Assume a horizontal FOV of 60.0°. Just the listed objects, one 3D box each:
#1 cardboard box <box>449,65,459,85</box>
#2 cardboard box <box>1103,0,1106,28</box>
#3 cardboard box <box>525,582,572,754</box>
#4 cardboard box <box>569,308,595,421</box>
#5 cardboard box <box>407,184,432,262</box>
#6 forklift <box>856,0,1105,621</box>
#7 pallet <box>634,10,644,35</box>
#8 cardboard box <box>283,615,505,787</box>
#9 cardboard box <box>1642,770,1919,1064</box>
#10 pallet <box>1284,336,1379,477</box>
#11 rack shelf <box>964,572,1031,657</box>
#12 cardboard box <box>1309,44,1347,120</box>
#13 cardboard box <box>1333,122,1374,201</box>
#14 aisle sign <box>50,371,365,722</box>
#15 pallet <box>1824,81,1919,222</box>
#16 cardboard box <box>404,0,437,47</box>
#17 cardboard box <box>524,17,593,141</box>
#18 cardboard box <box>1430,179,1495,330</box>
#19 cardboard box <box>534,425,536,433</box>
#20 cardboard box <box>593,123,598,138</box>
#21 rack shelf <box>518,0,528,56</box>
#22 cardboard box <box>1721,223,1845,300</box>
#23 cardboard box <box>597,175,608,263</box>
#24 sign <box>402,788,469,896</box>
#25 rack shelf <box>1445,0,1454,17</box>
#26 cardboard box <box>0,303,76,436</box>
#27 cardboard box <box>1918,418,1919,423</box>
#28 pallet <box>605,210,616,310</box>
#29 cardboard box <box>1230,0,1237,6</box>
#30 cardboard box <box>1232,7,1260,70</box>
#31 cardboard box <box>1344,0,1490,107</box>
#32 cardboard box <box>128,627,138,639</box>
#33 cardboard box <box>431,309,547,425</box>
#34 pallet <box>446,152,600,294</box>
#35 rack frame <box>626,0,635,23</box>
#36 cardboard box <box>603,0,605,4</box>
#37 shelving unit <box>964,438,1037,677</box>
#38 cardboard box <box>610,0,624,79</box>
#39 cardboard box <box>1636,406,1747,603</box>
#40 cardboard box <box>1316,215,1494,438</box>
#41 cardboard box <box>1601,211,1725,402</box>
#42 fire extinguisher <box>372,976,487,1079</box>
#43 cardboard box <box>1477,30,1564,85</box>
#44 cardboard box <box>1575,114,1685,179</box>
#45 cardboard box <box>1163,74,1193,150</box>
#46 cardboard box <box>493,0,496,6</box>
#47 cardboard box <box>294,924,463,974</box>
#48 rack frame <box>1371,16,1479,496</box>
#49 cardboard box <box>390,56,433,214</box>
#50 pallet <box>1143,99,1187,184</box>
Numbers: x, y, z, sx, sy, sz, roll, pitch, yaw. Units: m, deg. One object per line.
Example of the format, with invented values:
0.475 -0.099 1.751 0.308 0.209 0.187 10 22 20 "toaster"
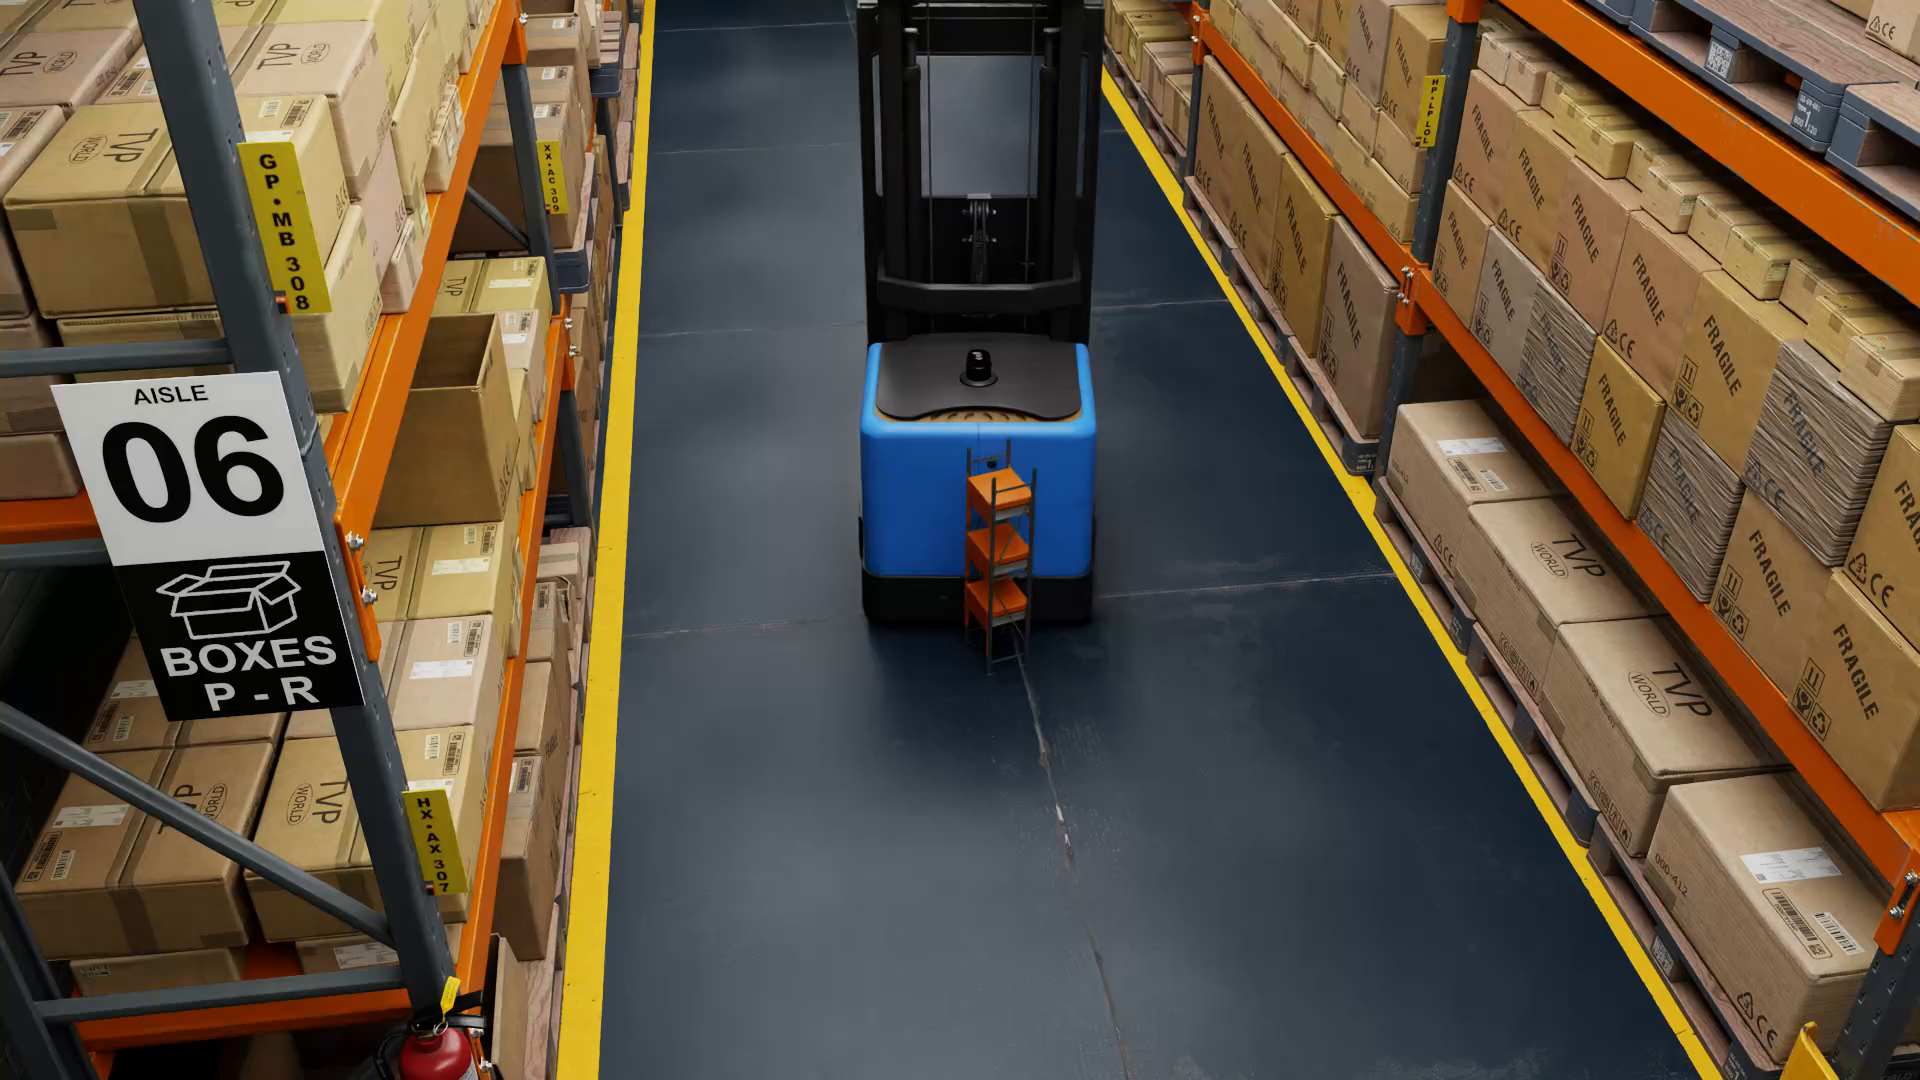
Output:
-1.842 -1.521 5.378 0.380 0.149 0.250 -3 34 -5 "cardboard box"
1.640 -4.777 14.557 0.950 0.372 0.625 -4 34 -6 "cardboard box"
-1.942 0.544 6.635 0.700 0.500 0.500 -6 35 -8 "cardboard box"
-2.199 -0.864 8.701 0.500 0.500 0.500 -5 35 -7 "cardboard box"
-1.603 -0.820 4.349 0.380 0.149 0.250 -4 35 -7 "cardboard box"
0.092 -1.638 8.052 1.130 2.935 3.031 0 34 0 "forklift"
-3.417 -4.899 15.251 1.003 0.211 1.213 -4 35 -6 "pallet"
-1.600 0.476 4.756 0.500 0.250 0.500 -4 34 -6 "cardboard box"
2.993 1.239 5.671 0.875 0.438 0.875 -5 35 -8 "cardboard box"
2.464 -0.790 9.222 1.003 0.211 1.213 -4 35 -6 "pallet"
0.164 0.324 7.350 0.215 0.259 0.240 -14 38 -20 "rack shelf"
2.192 -2.457 8.881 0.500 0.250 0.500 -4 34 -5 "cardboard box"
2.265 -1.971 8.612 0.500 0.250 0.500 -5 35 -7 "cardboard box"
-1.437 0.034 3.228 0.394 0.787 0.004 -4 35 -6 "aisle sign"
3.070 -0.902 4.325 1.003 0.211 1.213 -4 35 -6 "pallet"
-1.758 -1.530 4.592 0.500 0.250 0.500 -3 34 -5 "cardboard box"
-2.294 -2.369 8.600 0.700 0.500 0.500 -5 35 -7 "cardboard box"
2.446 -1.277 7.372 0.500 0.500 0.500 -3 34 -5 "cardboard box"
-1.858 -0.442 6.458 0.380 0.149 0.250 -4 34 -5 "cardboard box"
-2.496 -2.524 10.561 0.380 0.149 0.250 -6 35 -9 "cardboard box"
-2.544 -3.198 8.255 1.077 0.370 4.000 -4 35 -6 "rack shelf"
2.708 -0.901 5.356 0.380 0.149 0.250 -4 34 -5 "cardboard box"
-2.487 -2.013 10.387 0.500 0.500 0.500 -5 35 -7 "cardboard box"
-1.200 0.693 3.800 0.100 0.325 0.005 -4 35 -6 "sign"
2.374 -3.576 8.809 1.077 0.370 4.000 -4 35 -6 "rack shelf"
-2.067 -0.436 3.431 0.500 0.250 0.500 -5 35 -7 "cardboard box"
2.876 -0.333 4.523 0.380 0.149 0.250 -4 34 -5 "cardboard box"
-2.750 -1.800 10.704 1.003 0.211 1.213 -4 35 -6 "pallet"
1.928 -3.593 10.548 0.500 0.250 0.500 -5 35 -7 "cardboard box"
2.008 -3.111 10.284 0.500 0.250 0.500 -5 35 -8 "cardboard box"
2.257 -2.491 8.265 0.500 0.500 0.500 -4 34 -5 "cardboard box"
-2.192 0.230 5.118 0.500 0.250 0.500 -3 34 -5 "cardboard box"
-1.883 -0.657 6.419 0.500 0.250 0.500 -4 35 -6 "cardboard box"
-2.275 -1.515 7.980 1.003 0.211 1.213 -4 35 -6 "pallet"
-3.351 -5.604 13.810 1.000 3.000 0.127 -4 35 -6 "rack frame"
-2.694 -3.857 11.379 0.500 0.250 0.500 -5 35 -7 "cardboard box"
0.167 0.089 7.182 0.215 1.050 0.252 -14 38 -20 "shelving unit"
-3.173 -4.072 13.298 0.875 0.625 0.625 -5 35 -7 "cardboard box"
2.722 -0.144 5.708 0.500 0.500 0.500 -3 34 -5 "cardboard box"
2.480 -1.153 8.793 0.875 0.875 0.875 -3 34 -5 "cardboard box"
2.651 -0.838 5.839 0.500 0.500 0.500 -5 35 -7 "cardboard box"
-1.260 1.325 4.041 0.296 0.674 0.183 -4 35 -6 "fire extinguisher"
2.428 -2.045 7.034 0.380 0.149 0.250 -5 35 -7 "cardboard box"
2.534 -1.470 6.190 0.380 0.149 0.250 -5 35 -8 "cardboard box"
2.039 -3.154 12.175 0.950 0.372 0.625 -7 35 -10 "cardboard box"
-1.934 -2.097 6.223 0.380 0.149 0.250 -5 35 -7 "cardboard box"
-1.510 0.992 4.354 0.380 0.149 0.250 -5 35 -7 "cardboard box"
2.643 -1.518 7.814 1.000 3.000 0.127 -4 35 -6 "rack frame"
-1.672 -1.045 4.325 0.500 0.250 0.500 -5 35 -8 "cardboard box"
2.001 -3.034 12.514 1.003 0.211 1.213 -4 35 -6 "pallet"
